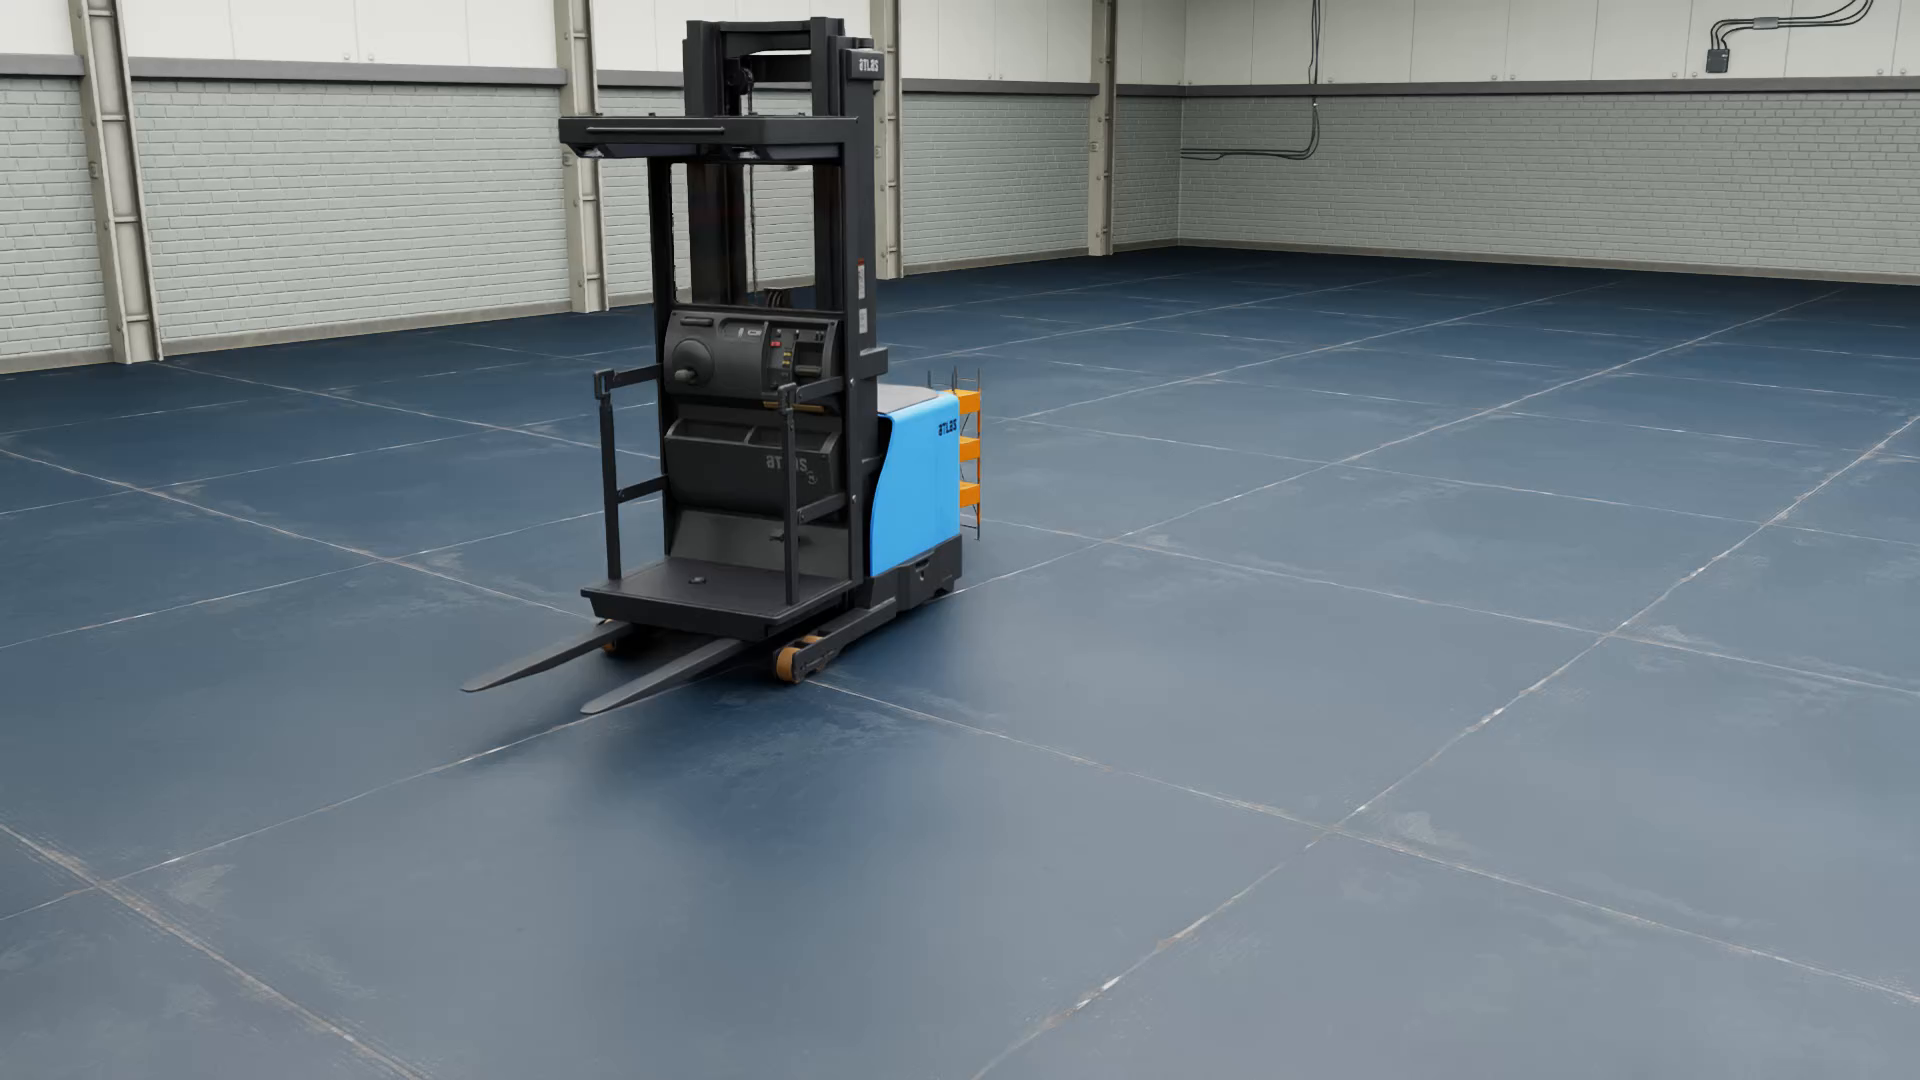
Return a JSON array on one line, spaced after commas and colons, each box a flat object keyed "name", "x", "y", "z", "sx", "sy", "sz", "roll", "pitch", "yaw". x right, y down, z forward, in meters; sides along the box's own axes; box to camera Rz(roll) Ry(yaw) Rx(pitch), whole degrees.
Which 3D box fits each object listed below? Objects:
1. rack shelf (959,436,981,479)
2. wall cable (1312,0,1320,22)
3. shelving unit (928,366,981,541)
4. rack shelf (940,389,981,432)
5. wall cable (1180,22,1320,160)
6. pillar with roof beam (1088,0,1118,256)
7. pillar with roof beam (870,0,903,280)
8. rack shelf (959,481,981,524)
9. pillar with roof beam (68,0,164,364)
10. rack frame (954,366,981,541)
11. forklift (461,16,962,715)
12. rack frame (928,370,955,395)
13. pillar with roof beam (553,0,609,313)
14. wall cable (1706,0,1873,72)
[{"name": "rack shelf", "x": -0.034, "y": -0.488, "z": 9.956, "sx": 0.215, "sy": 0.259, "sz": 0.240, "roll": 11, "pitch": 18, "yaw": 38}, {"name": "wall cable", "x": 7.607, "y": -10.590, "z": 29.581, "sx": 3.097, "sy": 2.526, "sz": 0.112, "roll": 11, "pitch": 18, "yaw": 38}, {"name": "shelving unit", "x": -0.034, "y": -0.499, "z": 9.953, "sx": 0.215, "sy": 1.050, "sz": 0.252, "roll": 11, "pitch": 18, "yaw": 38}, {"name": "rack shelf", "x": -0.034, "y": -0.763, "z": 9.886, "sx": 0.215, "sy": 0.259, "sz": 0.240, "roll": 11, "pitch": 18, "yaw": 38}, {"name": "wall cable", "x": 5.502, "y": -8.560, "z": 31.851, "sx": 3.097, "sy": 2.526, "sz": 0.112, "roll": 11, "pitch": 18, "yaw": 38}, {"name": "pillar with roof beam", "x": 5.971, "y": -9.040, "z": 27.431, "sx": 9.100, "sy": 9.000, "sz": 0.400, "roll": 11, "pitch": 18, "yaw": 38}, {"name": "pillar with roof beam", "x": 2.200, "y": -7.891, "z": 22.907, "sx": 9.100, "sy": 9.000, "sz": 0.400, "roll": 11, "pitch": 18, "yaw": 38}, {"name": "rack shelf", "x": -0.034, "y": -0.219, "z": 10.024, "sx": 0.215, "sy": 0.259, "sz": 0.240, "roll": 11, "pitch": 18, "yaw": 38}, {"name": "pillar with roof beam", "x": -5.342, "y": -5.593, "z": 13.861, "sx": 9.100, "sy": 9.000, "sz": 0.400, "roll": 11, "pitch": 18, "yaw": 38}, {"name": "rack frame", "x": 0.043, "y": -0.522, "z": 10.045, "sx": 0.200, "sy": 1.050, "sz": 0.008, "roll": 11, "pitch": 18, "yaw": 38}, {"name": "forklift", "x": -1.086, "y": -0.892, "z": 7.682, "sx": 1.130, "sy": 2.935, "sz": 3.031, "roll": 7, "pitch": 16, "yaw": 25}, {"name": "rack frame", "x": -0.110, "y": -0.475, "z": 9.861, "sx": 0.200, "sy": 1.050, "sz": 0.008, "roll": 11, "pitch": 18, "yaw": 38}, {"name": "pillar with roof beam", "x": -1.571, "y": -6.742, "z": 18.384, "sx": 9.100, "sy": 9.000, "sz": 0.400, "roll": 11, "pitch": 18, "yaw": 38}, {"name": "wall cable", "x": 12.877, "y": -10.242, "z": 25.255, "sx": 2.305, "sy": 6.003, "sz": 0.169, "roll": 11, "pitch": 18, "yaw": 38}]
